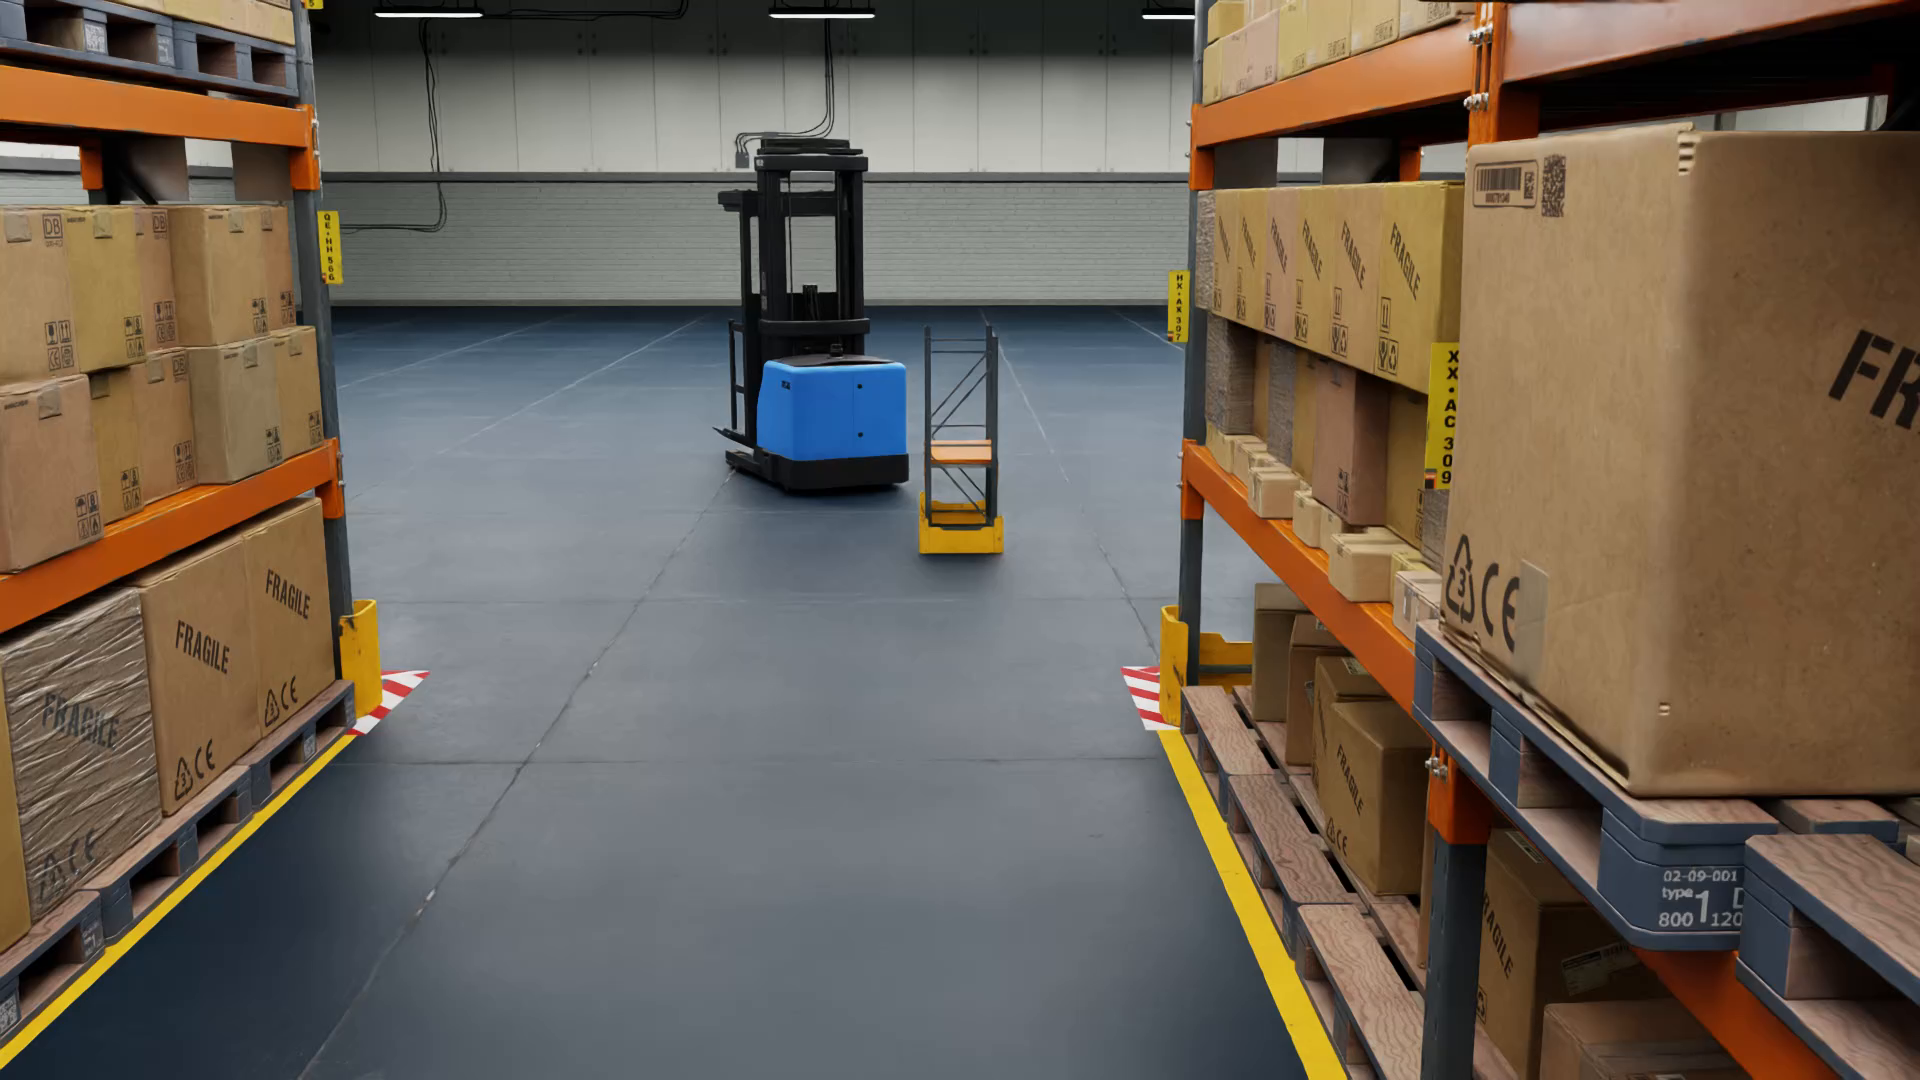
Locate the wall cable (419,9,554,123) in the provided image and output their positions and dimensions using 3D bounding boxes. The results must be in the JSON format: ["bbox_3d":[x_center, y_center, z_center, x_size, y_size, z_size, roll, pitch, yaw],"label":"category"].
[{"bbox_3d":[-10.864,-10.904,38.283,3.097,2.526,0.112,0,11,-1],"label":"wall cable"}]

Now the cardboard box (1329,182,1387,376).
[{"bbox_3d":[1.334,-0.727,4.582,0.500,0.500,0.500,0,11,-1],"label":"cardboard box"}]

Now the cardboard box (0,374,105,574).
[{"bbox_3d":[-3.278,-0.218,5.211,0.875,0.550,0.550,0,11,-1],"label":"cardboard box"}]

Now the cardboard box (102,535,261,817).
[{"bbox_3d":[-3.313,0.496,6.358,0.875,0.875,0.875,0,11,-2],"label":"cardboard box"}]

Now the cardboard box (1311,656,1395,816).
[{"bbox_3d":[1.584,0.737,6.111,0.500,0.500,0.500,1,11,4],"label":"cardboard box"}]

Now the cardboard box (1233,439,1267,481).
[{"bbox_3d":[1.317,-0.319,6.721,0.380,0.149,0.250,0,11,-1],"label":"cardboard box"}]

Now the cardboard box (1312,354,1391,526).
[{"bbox_3d":[1.597,-0.337,5.177,0.875,0.500,0.500,0,11,-1],"label":"cardboard box"}]

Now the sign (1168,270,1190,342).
[{"bbox_3d":[1.005,-1.071,7.618,0.100,0.325,0.005,0,11,-1],"label":"sign"}]

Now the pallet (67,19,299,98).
[{"bbox_3d":[-3.388,-1.928,6.697,1.003,0.211,1.213,0,11,-1],"label":"pallet"}]

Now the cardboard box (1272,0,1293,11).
[{"bbox_3d":[1.315,-1.927,5.842,0.380,0.149,0.250,-1,11,-4],"label":"cardboard box"}]

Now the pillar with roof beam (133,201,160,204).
[{"bbox_3d":[-10.401,-8.174,29.716,9.100,9.000,0.400,0,11,-1],"label":"pillar with roof beam"}]

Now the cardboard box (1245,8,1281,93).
[{"bbox_3d":[1.322,-1.748,5.964,0.500,0.250,0.500,0,11,-1],"label":"cardboard box"}]

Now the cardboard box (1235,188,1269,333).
[{"bbox_3d":[1.302,-1.025,6.052,0.500,0.500,0.500,0,11,-1],"label":"cardboard box"}]

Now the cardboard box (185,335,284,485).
[{"bbox_3d":[-3.327,-0.540,6.798,0.875,0.550,0.550,0,11,-1],"label":"cardboard box"}]

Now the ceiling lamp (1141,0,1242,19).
[{"bbox_3d":[4.446,-11.520,31.530,2.000,3.185,0.800,0,11,-1],"label":"ceiling lamp"}]

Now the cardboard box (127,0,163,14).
[{"bbox_3d":[-3.042,-1.933,5.825,0.380,0.149,0.250,0,11,-1],"label":"cardboard box"}]

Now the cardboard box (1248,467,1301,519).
[{"bbox_3d":[1.249,-0.170,5.984,0.380,0.149,0.250,0,11,-1],"label":"cardboard box"}]

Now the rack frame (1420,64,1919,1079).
[{"bbox_3d":[1.627,0.146,3.796,0.949,2.616,0.053,0,11,-1],"label":"rack frame"}]

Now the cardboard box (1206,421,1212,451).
[{"bbox_3d":[1.315,-0.468,7.456,0.380,0.149,0.250,0,11,-1],"label":"cardboard box"}]

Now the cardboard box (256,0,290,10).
[{"bbox_3d":[-3.124,-2.350,6.875,0.500,0.250,0.500,0,11,0],"label":"cardboard box"}]

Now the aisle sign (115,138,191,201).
[{"bbox_3d":[-3.715,-1.936,7.519,0.394,0.787,0.004,0,11,-1],"label":"aisle sign"}]

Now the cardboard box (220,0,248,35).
[{"bbox_3d":[-3.057,-2.085,6.571,0.380,0.149,0.250,0,11,0],"label":"cardboard box"}]

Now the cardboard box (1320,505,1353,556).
[{"bbox_3d":[1.356,-0.021,5.251,0.380,0.149,0.250,0,11,-1],"label":"cardboard box"}]

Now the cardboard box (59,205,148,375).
[{"bbox_3d":[-3.324,-0.852,5.622,0.875,0.550,0.500,0,11,-1],"label":"cardboard box"}]

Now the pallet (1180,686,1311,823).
[{"bbox_3d":[1.531,0.894,7.121,1.003,0.211,1.213,0,11,-1],"label":"pallet"}]

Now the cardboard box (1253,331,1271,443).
[{"bbox_3d":[1.662,-0.636,6.649,0.875,0.500,0.500,0,11,-1],"label":"cardboard box"}]

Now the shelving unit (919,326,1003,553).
[{"bbox_3d":[-0.002,-0.750,11.985,0.587,1.500,1.083,0,11,-1],"label":"shelving unit"}]

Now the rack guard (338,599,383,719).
[{"bbox_3d":[-3.414,0.571,7.986,1.175,0.500,0.348,0,11,-1],"label":"rack guard"}]

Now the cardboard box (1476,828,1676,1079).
[{"bbox_3d":[1.662,1.085,4.395,0.500,0.500,0.500,-1,11,-3],"label":"cardboard box"}]

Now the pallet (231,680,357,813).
[{"bbox_3d":[-3.319,0.876,7.209,1.003,0.211,1.213,0,11,-1],"label":"pallet"}]

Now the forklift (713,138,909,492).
[{"bbox_3d":[-1.509,-2.093,15.004,1.130,2.935,3.031,-5,13,-24],"label":"forklift"}]

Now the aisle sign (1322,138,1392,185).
[{"bbox_3d":[1.846,-1.937,7.523,0.394,0.787,0.004,0,11,-1],"label":"aisle sign"}]

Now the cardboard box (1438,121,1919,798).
[{"bbox_3d":[1.507,-0.195,2.913,1.000,1.000,1.000,0,11,-1],"label":"cardboard box"}]

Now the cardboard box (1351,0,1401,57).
[{"bbox_3d":[1.359,-1.444,4.466,0.500,0.250,0.500,0,11,0],"label":"cardboard box"}]

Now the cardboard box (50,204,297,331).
[{"bbox_3d":[-3.444,-1.178,7.227,0.875,0.550,0.550,0,11,-1],"label":"cardboard box"}]

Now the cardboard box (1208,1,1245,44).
[{"bbox_3d":[1.231,-2.134,6.862,0.380,0.149,0.250,0,11,0],"label":"cardboard box"}]

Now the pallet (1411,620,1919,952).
[{"bbox_3d":[1.501,0.392,3.063,1.003,0.211,1.213,0,11,-1],"label":"pallet"}]

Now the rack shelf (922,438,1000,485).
[{"bbox_3d":[-0.002,-0.576,12.029,0.538,0.185,1.000,0,11,-1],"label":"rack shelf"}]

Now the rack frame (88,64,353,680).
[{"bbox_3d":[-3.413,-0.649,7.714,1.000,3.000,0.127,0,11,-1],"label":"rack frame"}]

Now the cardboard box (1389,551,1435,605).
[{"bbox_3d":[1.391,0.128,4.517,0.380,0.149,0.250,0,11,-1],"label":"cardboard box"}]

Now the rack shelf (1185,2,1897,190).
[{"bbox_3d":[1.589,-1.369,5.529,1.077,0.370,4.000,0,11,-1],"label":"rack shelf"}]

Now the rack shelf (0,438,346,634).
[{"bbox_3d":[-3.372,0.101,5.825,1.077,0.370,4.000,0,11,-1],"label":"rack shelf"}]
